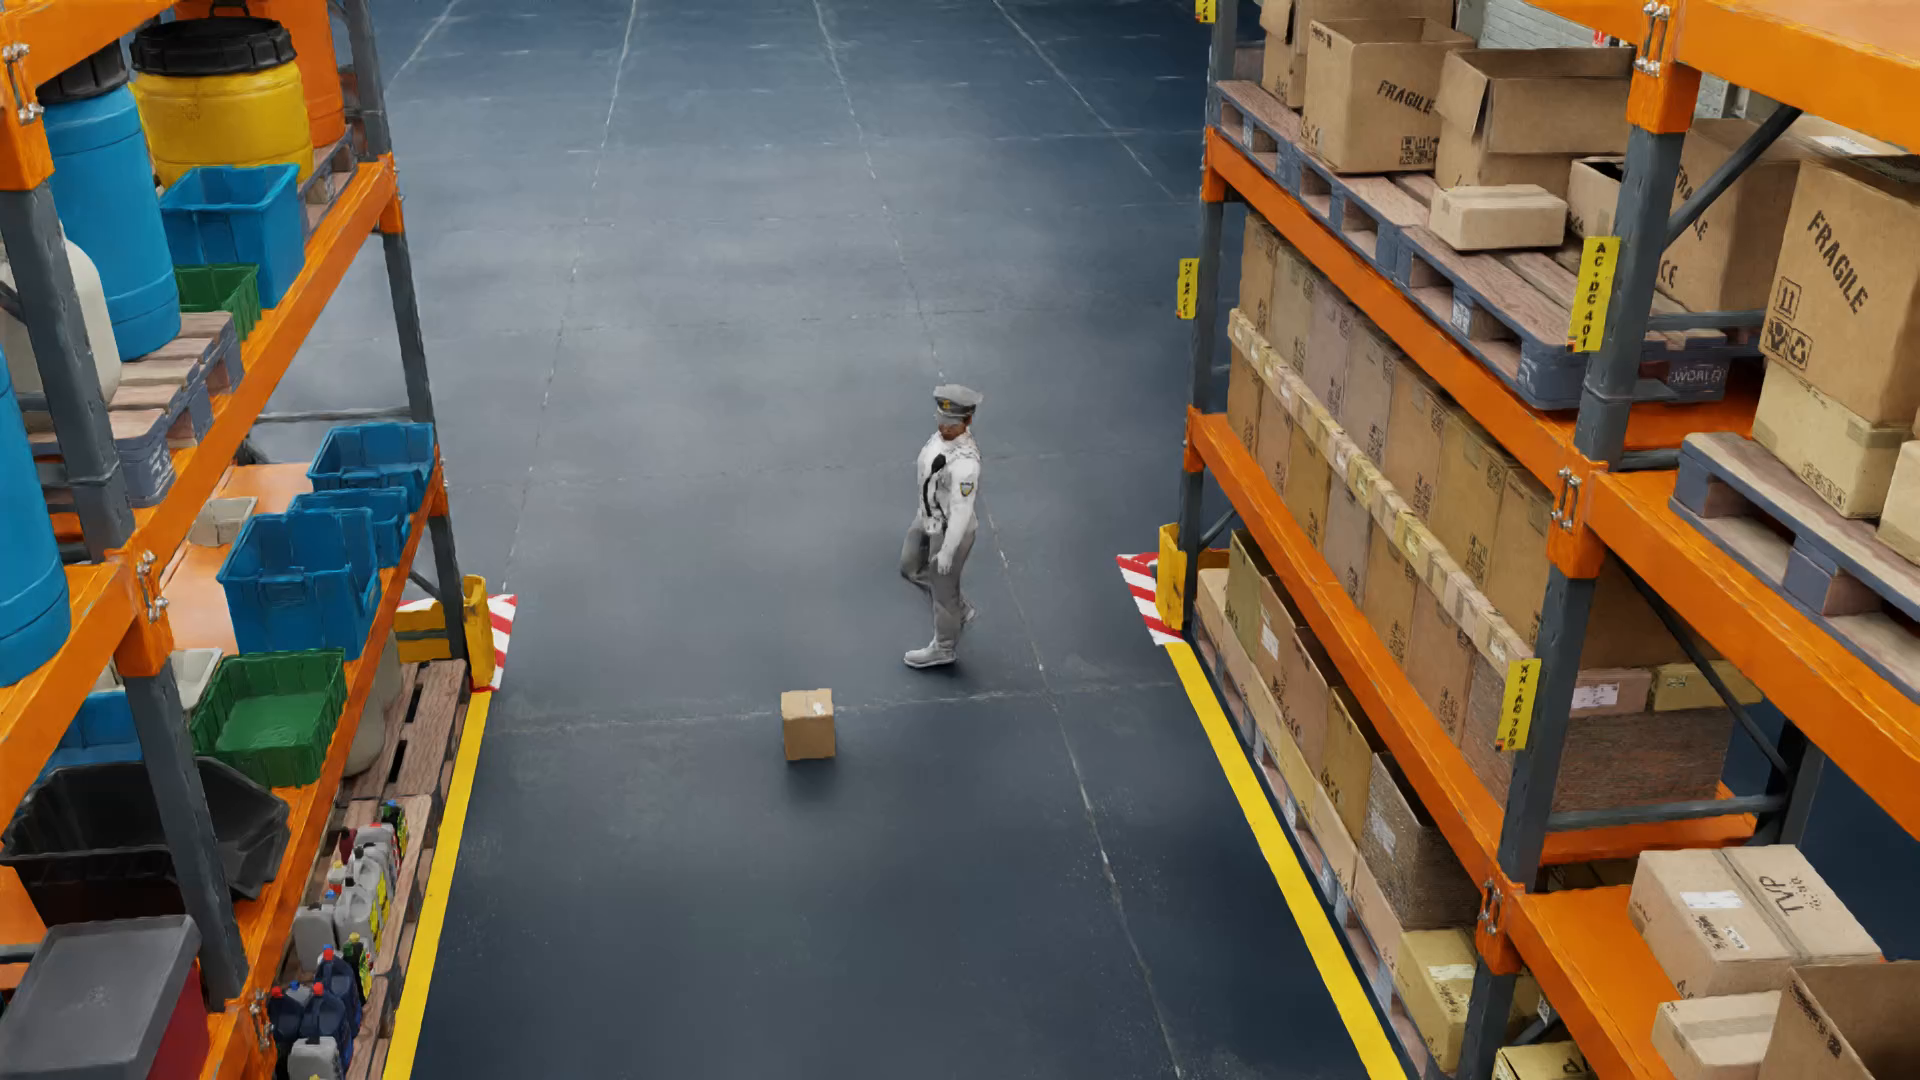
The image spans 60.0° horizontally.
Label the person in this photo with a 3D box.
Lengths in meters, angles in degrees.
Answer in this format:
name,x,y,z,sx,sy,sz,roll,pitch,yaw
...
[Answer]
name,x,y,z,sx,sy,sz,roll,pitch,yaw
person,-0.082,-0.057,8.708,0.424,1.667,0.607,-7,28,-13
